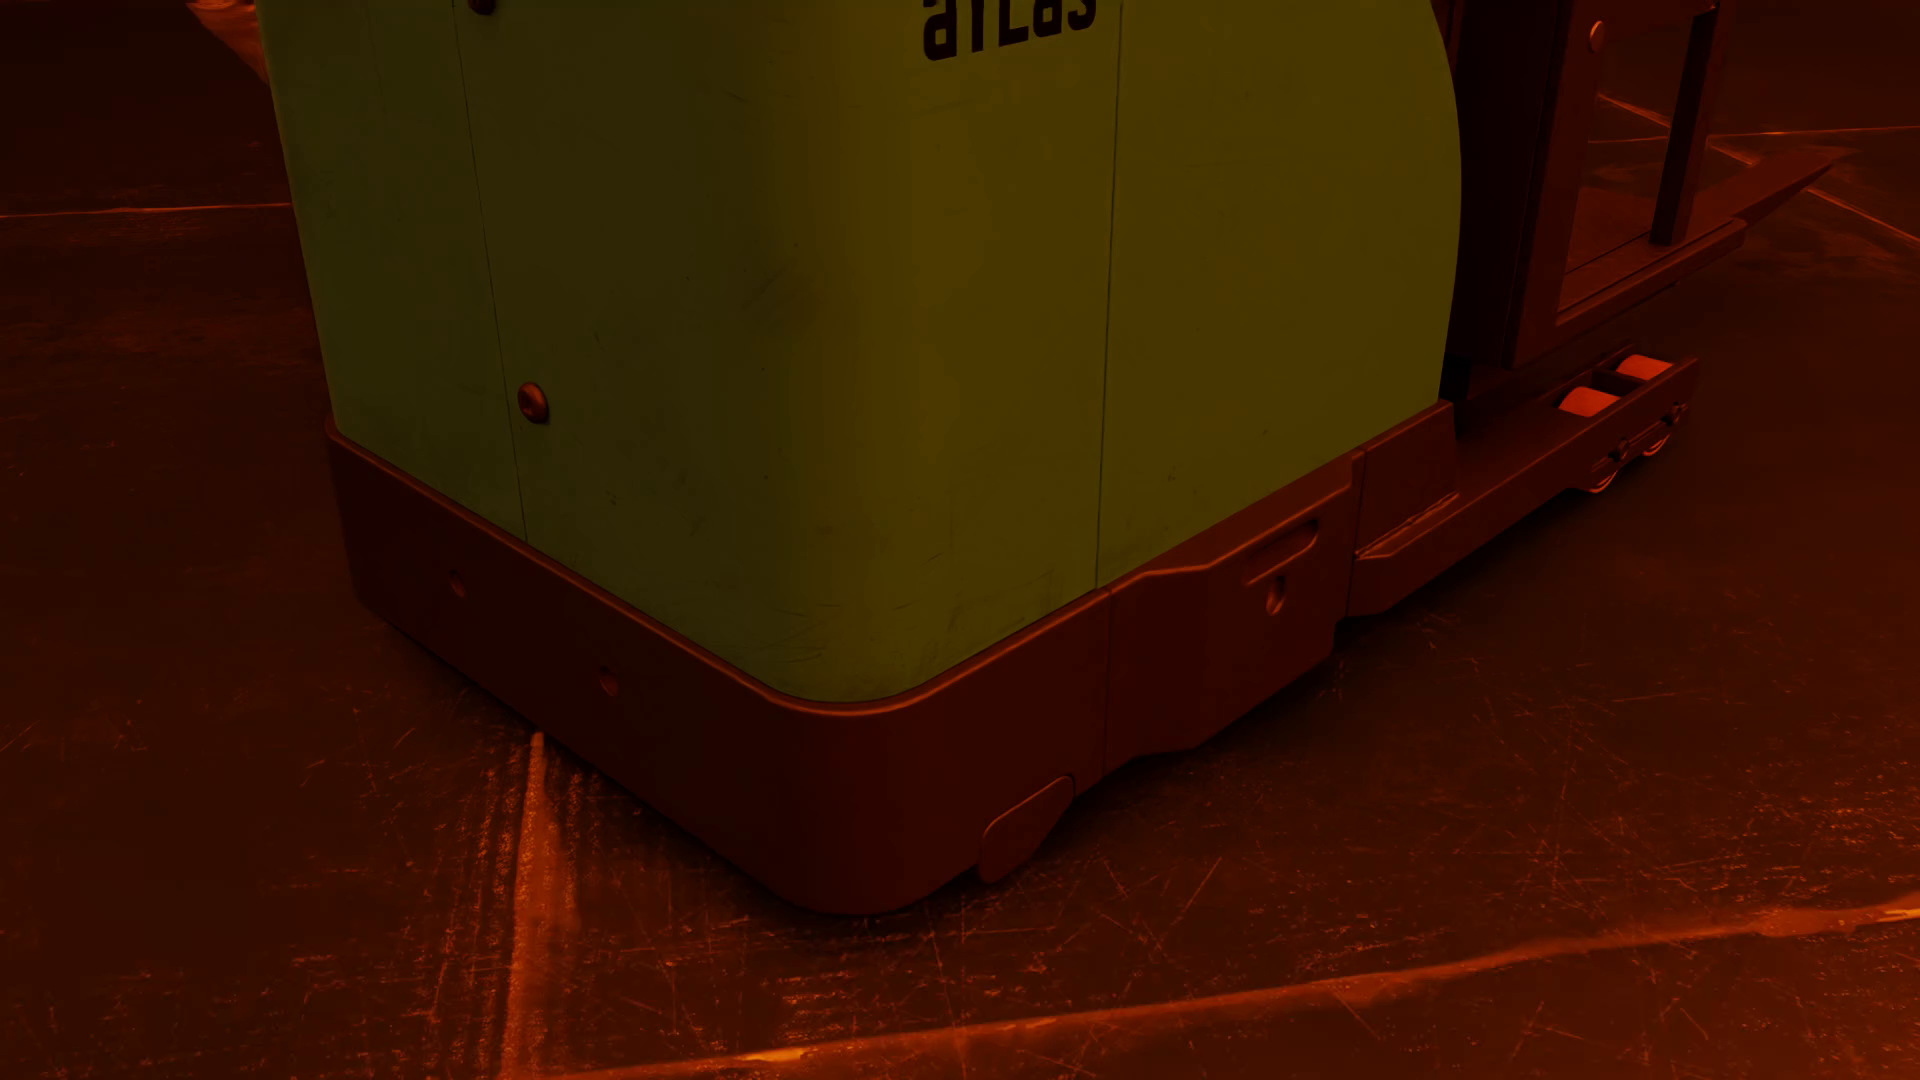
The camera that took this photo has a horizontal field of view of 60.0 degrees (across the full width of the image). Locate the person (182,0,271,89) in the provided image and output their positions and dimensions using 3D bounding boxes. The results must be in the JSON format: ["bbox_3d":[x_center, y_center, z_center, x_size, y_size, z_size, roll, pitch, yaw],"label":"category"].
[{"bbox_3d":[-1.093,-1.276,3.290,0.909,1.561,1.069,2,28,3],"label":"person"}]

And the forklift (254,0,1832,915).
[{"bbox_3d":[0.574,-1.518,2.234,1.130,2.935,3.031,25,37,38],"label":"forklift"}]
